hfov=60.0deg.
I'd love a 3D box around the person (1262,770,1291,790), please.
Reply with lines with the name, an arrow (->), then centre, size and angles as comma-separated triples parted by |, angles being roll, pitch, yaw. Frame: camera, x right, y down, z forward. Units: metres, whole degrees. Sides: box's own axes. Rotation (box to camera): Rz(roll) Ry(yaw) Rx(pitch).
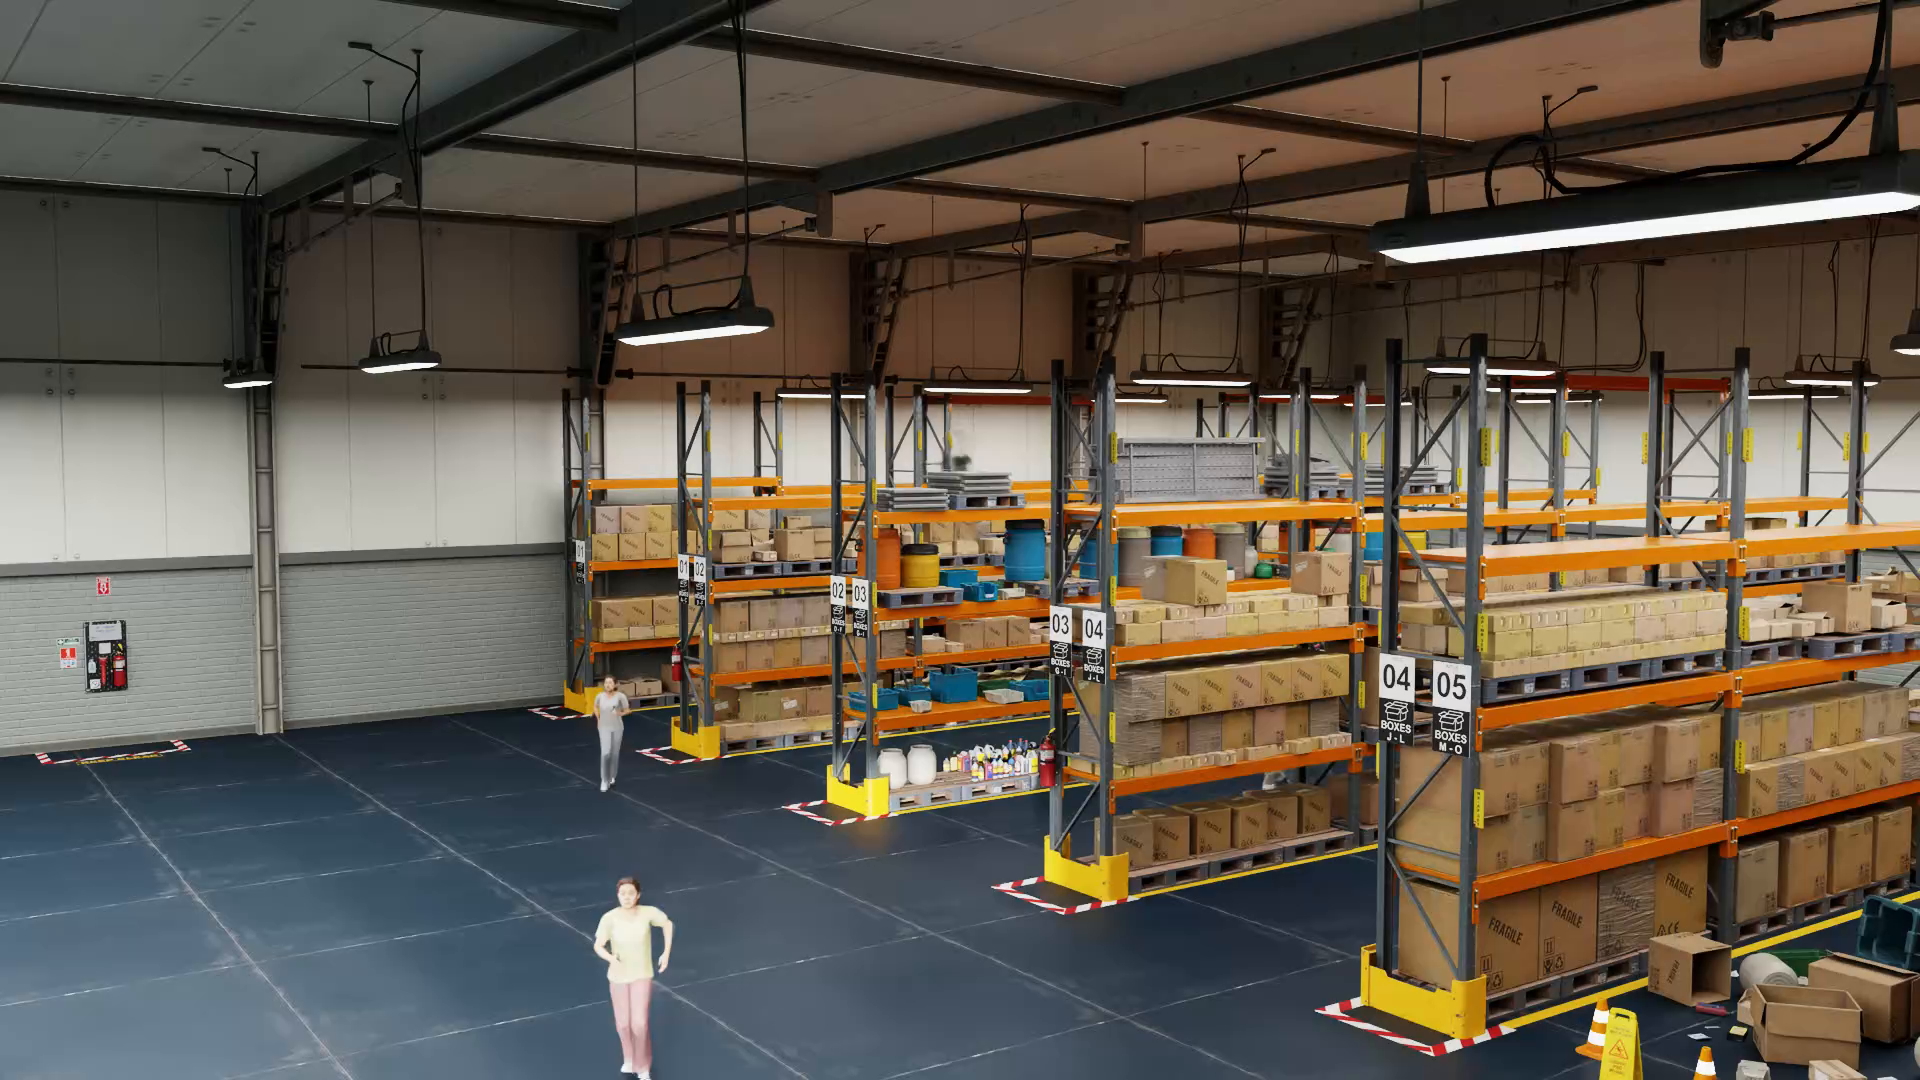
person -> 4.292, 2.778, 22.724 | 0.999, 1.772, 0.664 | -4, 5, -44

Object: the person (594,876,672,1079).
person -> -2.587, 3.500, 13.138 | 0.588, 1.714, 0.688 | 0, 4, -4

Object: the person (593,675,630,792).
person -> -5.049, 2.797, 24.111 | 0.537, 1.702, 0.707 | -1, 4, -9
